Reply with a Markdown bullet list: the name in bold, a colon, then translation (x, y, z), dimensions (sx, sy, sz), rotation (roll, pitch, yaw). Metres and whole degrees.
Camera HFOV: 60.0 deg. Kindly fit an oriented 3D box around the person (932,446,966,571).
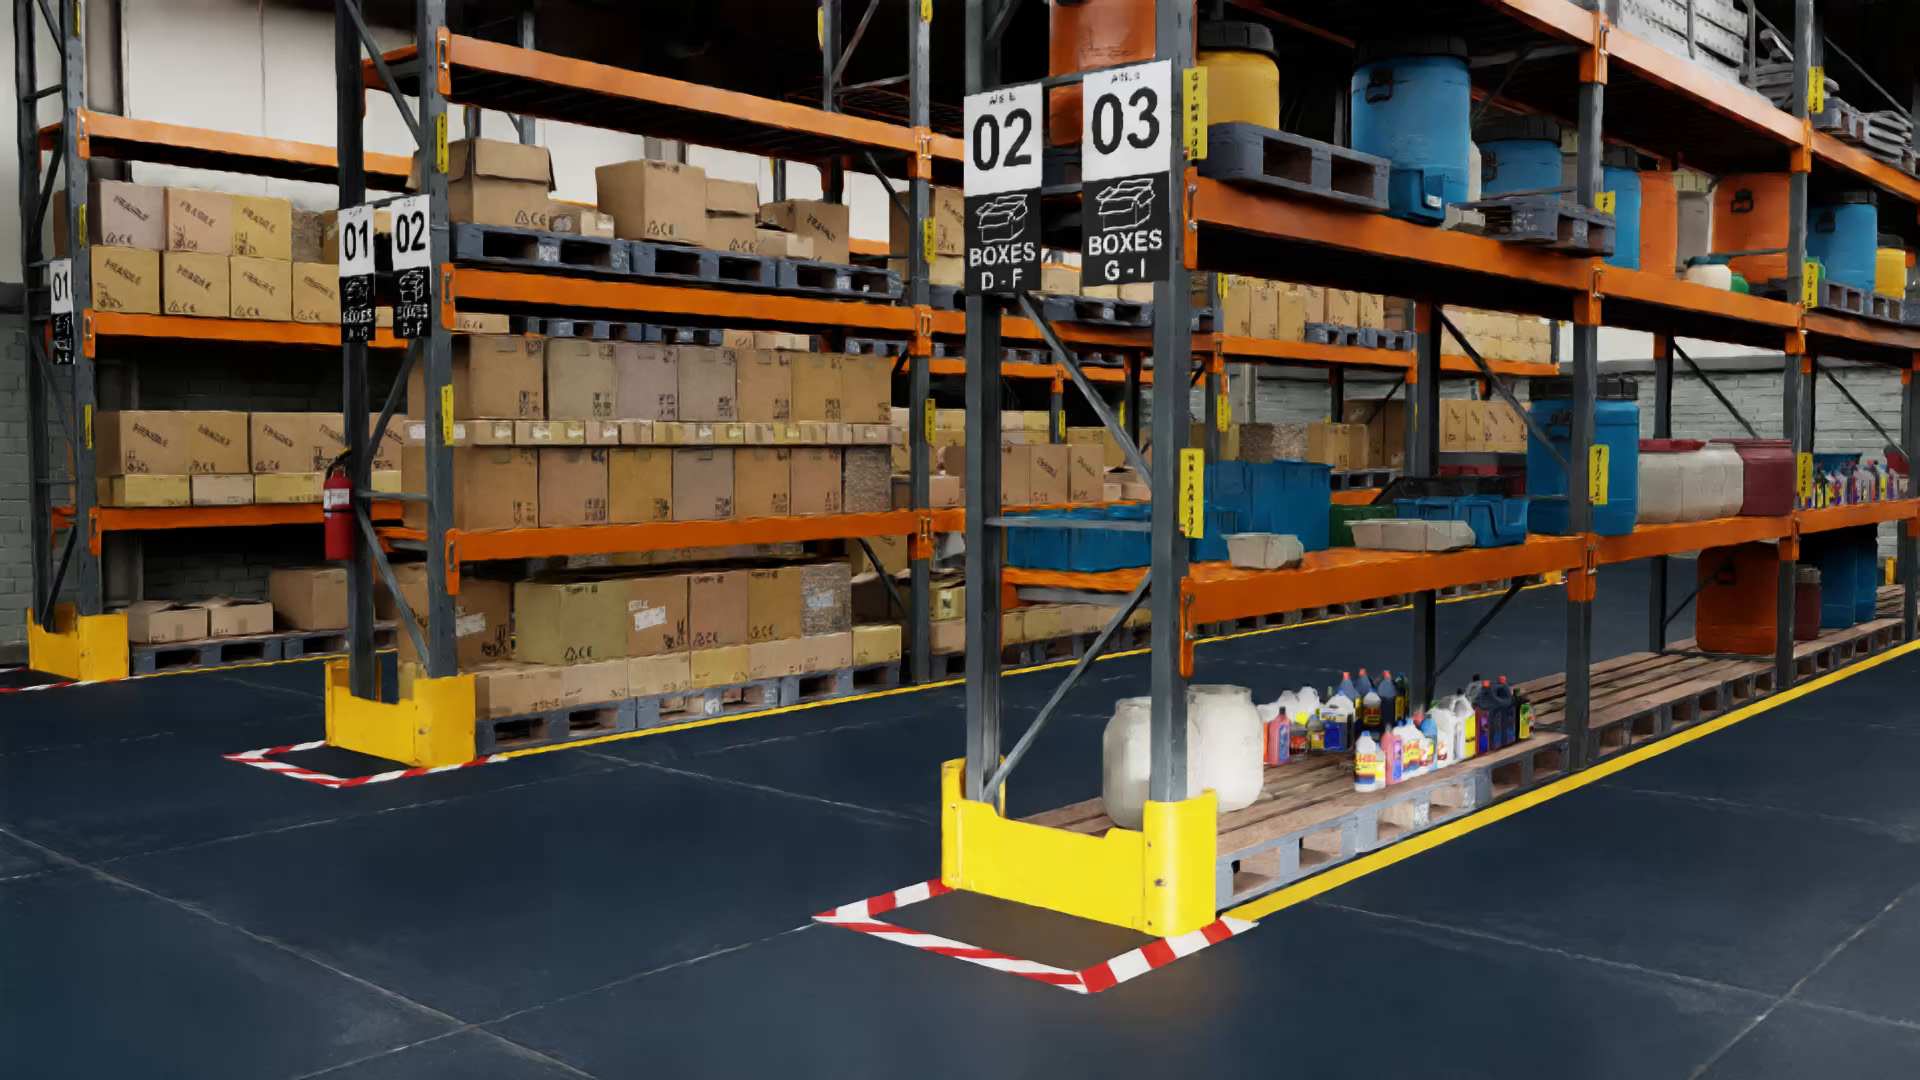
- **person**: translation (-0.115, -0.064, 16.716), dimensions (0.685, 1.776, 0.701), rotation (0, 3, 4)
